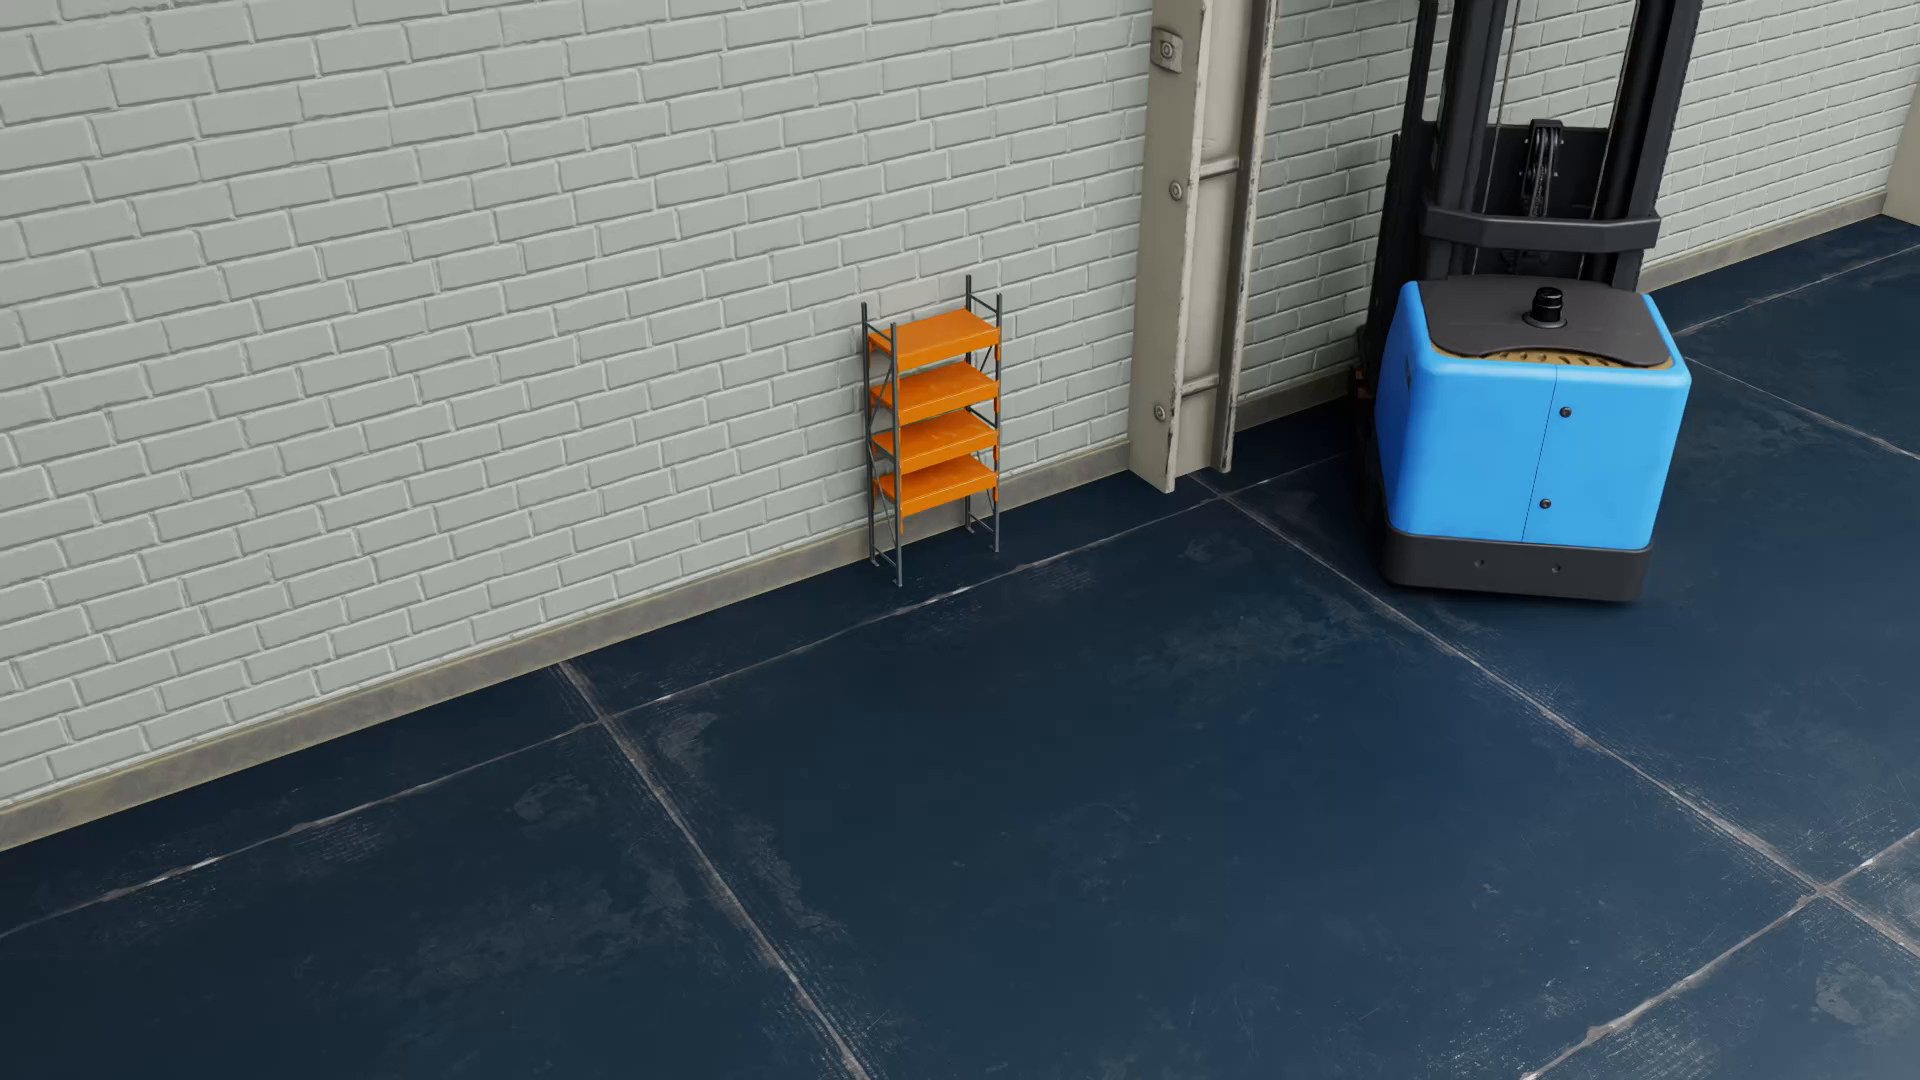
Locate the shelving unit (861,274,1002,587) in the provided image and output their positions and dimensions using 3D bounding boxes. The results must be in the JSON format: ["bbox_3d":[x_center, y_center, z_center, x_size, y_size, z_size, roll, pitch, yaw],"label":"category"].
[{"bbox_3d":[-0.109,-0.437,6.817,0.503,1.200,0.258,-19,37,-28],"label":"shelving unit"}]

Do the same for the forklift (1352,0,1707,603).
[{"bbox_3d":[2.477,-1.759,7.291,1.130,2.935,3.031,5,33,8],"label":"forklift"}]

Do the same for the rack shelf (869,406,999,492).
[{"bbox_3d":[-0.109,-0.380,6.853,0.480,0.148,0.258,-19,37,-28],"label":"rack shelf"}]

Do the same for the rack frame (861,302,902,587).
[{"bbox_3d":[-0.313,-0.365,6.704,0.015,1.200,0.240,-19,37,-28],"label":"rack frame"}]

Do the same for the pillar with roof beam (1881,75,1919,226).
[{"bbox_3d":[8.395,-3.947,5.073,0.400,9.000,9.100,-19,37,-27],"label":"pillar with roof beam"}]

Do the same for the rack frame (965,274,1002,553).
[{"bbox_3d":[0.094,-0.508,6.930,0.015,1.200,0.240,-19,37,-28],"label":"rack frame"}]

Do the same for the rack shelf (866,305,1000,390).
[{"bbox_3d":[-0.109,-0.769,6.607,0.480,0.148,0.258,-19,37,-28],"label":"rack shelf"}]

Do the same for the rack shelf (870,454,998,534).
[{"bbox_3d":[-0.110,-0.212,6.959,0.480,0.148,0.258,-19,37,-28],"label":"rack shelf"}]

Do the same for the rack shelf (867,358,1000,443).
[{"bbox_3d":[-0.109,-0.569,6.733,0.480,0.148,0.258,-19,37,-28],"label":"rack shelf"}]

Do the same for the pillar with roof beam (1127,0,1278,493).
[{"bbox_3d":[3.352,-2.213,2.324,0.400,9.000,9.100,-19,37,-27],"label":"pillar with roof beam"}]
